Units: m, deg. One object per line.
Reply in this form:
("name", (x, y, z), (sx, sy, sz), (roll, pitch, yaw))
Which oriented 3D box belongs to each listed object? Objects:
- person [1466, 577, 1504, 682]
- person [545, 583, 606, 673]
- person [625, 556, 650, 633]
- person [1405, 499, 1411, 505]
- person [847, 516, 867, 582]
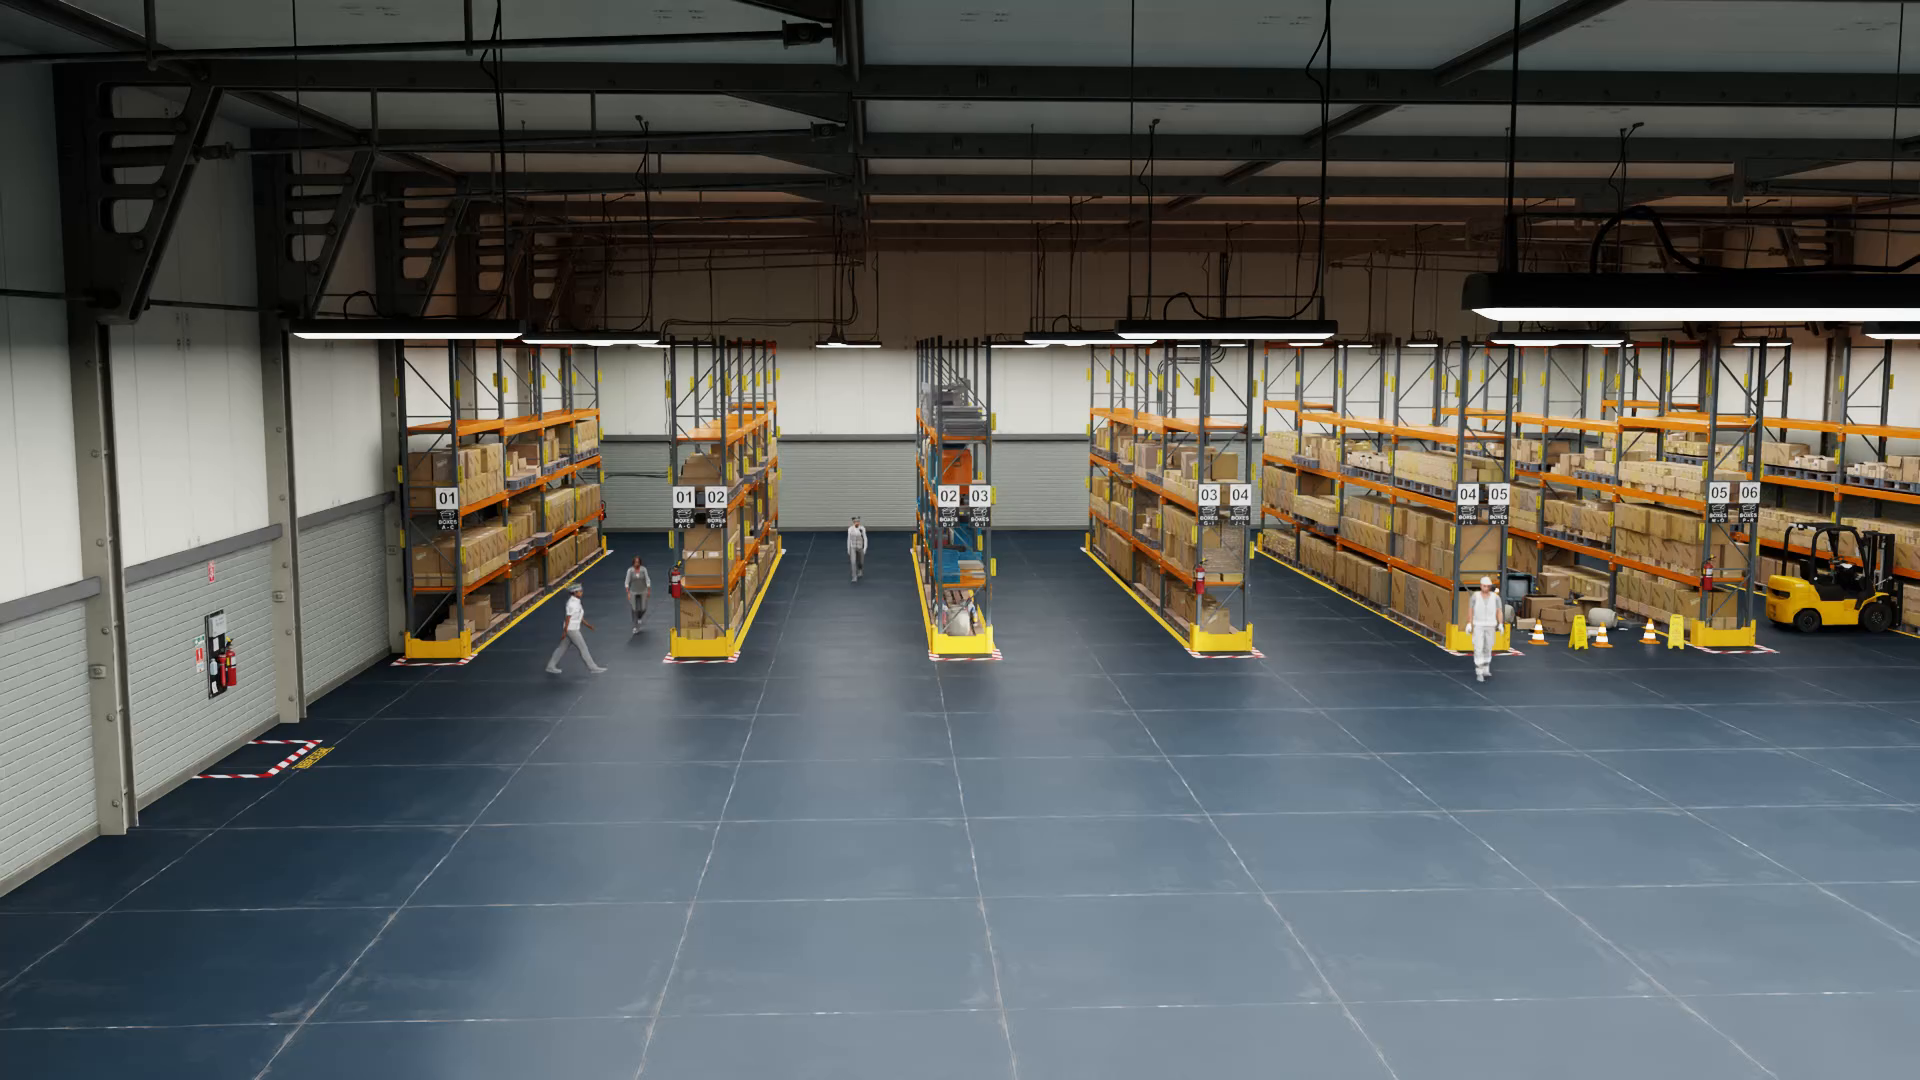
("person", (9.179, 1.550, 29.085), (0.623, 1.825, 0.592), (1, 7, 11))
("person", (-6.808, 1.562, 29.391), (1.069, 1.602, 0.496), (-1, 7, -6))
("person", (-6.584, 1.102, 33.984), (0.503, 1.560, 0.487), (-1, 7, -11))
("person", (12.490, -0.361, 46.552), (0.558, 1.573, 1.007), (1, 7, 7))
("person", (-2.567, 0.187, 41.512), (0.494, 1.626, 0.872), (-1, 7, -5))
